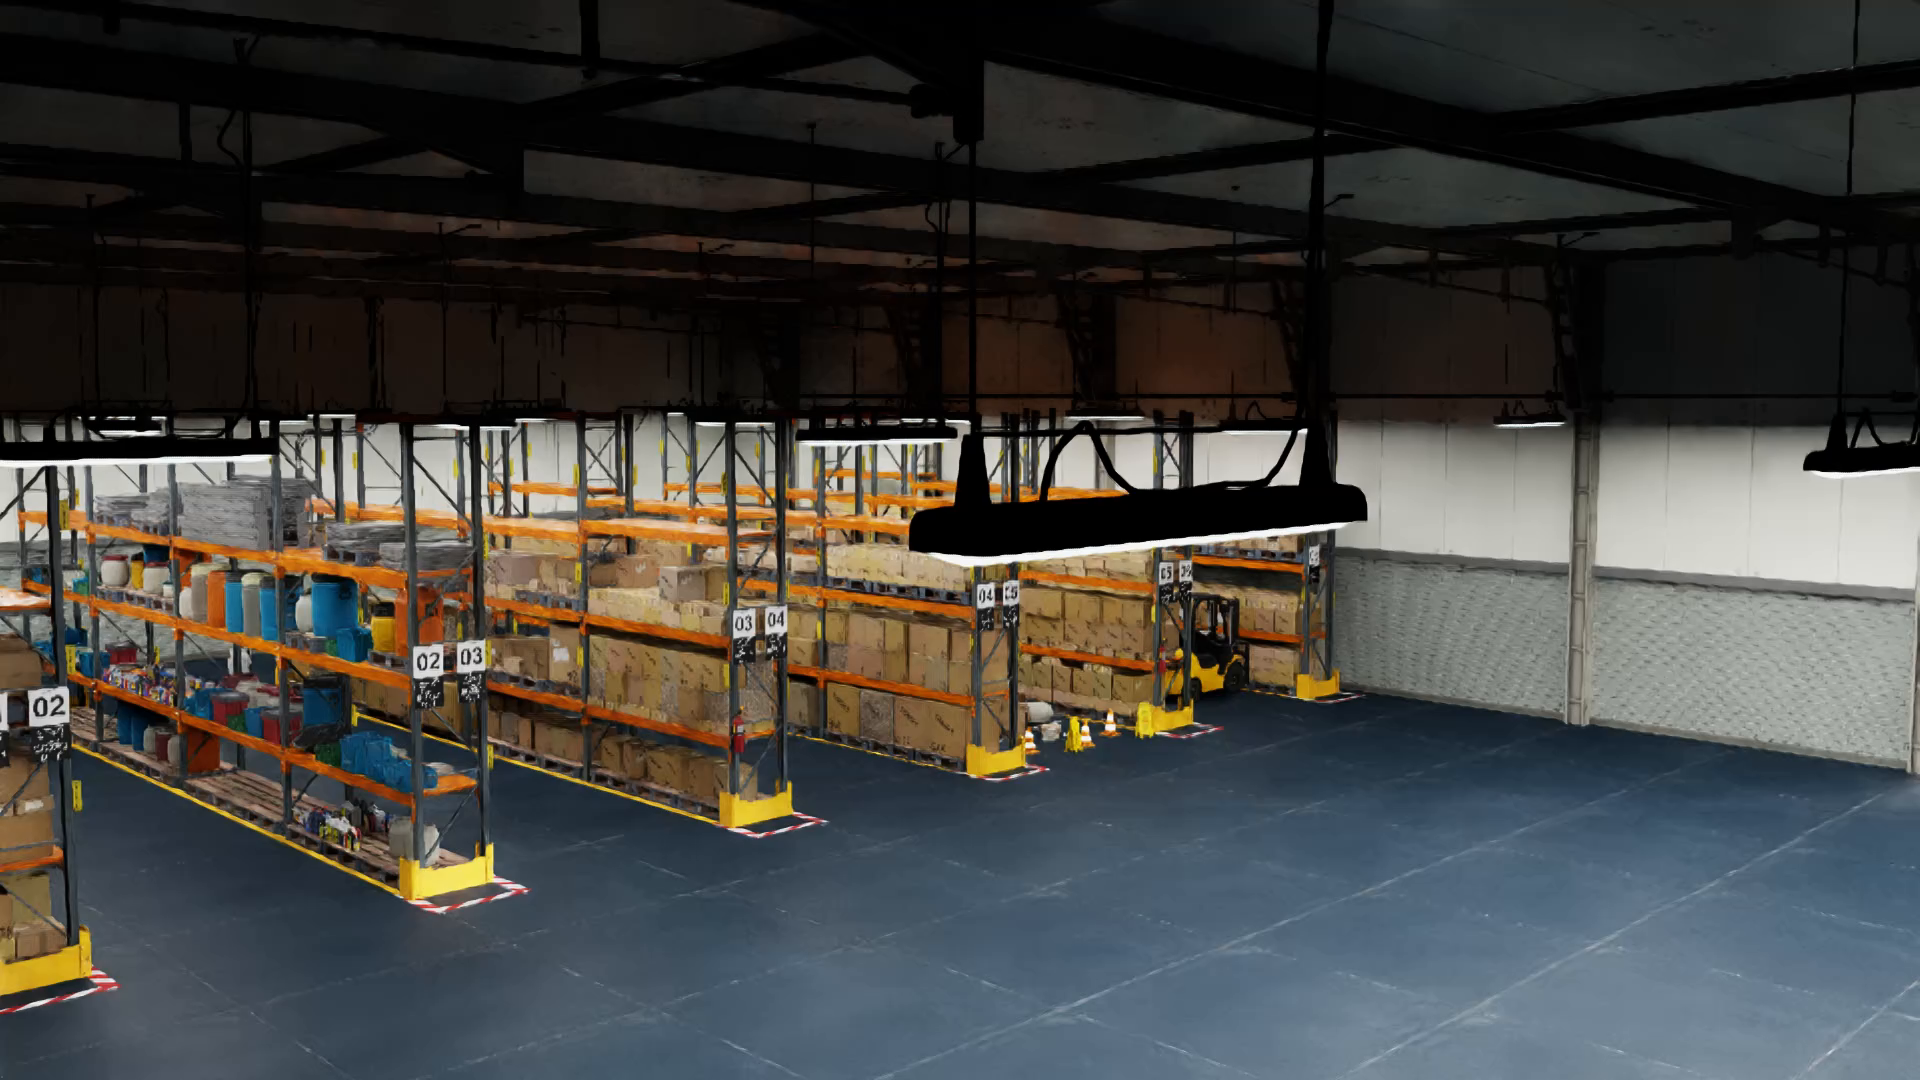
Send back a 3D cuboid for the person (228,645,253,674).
[{"bbox_3d":[-14.359,2.637,33.207,0.495,1.589,1.086,-5,7,-43],"label":"person"}]
